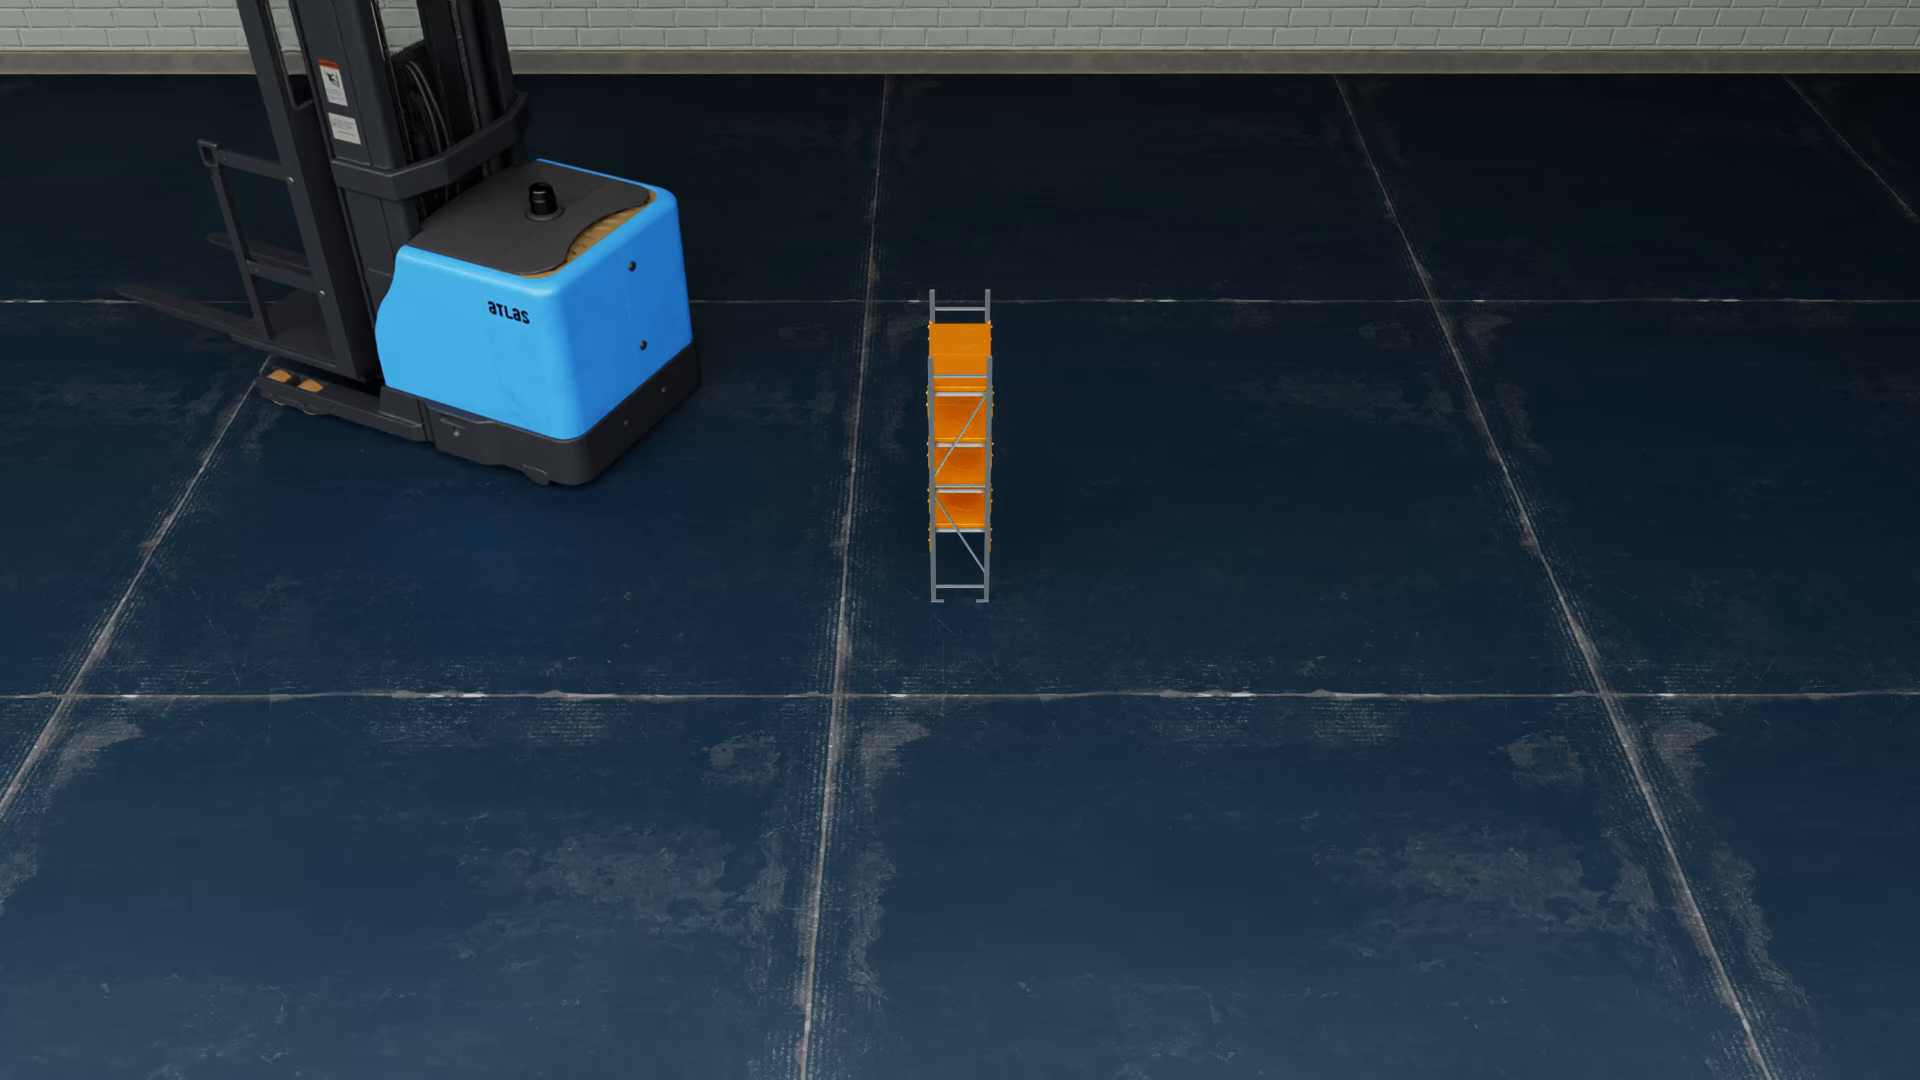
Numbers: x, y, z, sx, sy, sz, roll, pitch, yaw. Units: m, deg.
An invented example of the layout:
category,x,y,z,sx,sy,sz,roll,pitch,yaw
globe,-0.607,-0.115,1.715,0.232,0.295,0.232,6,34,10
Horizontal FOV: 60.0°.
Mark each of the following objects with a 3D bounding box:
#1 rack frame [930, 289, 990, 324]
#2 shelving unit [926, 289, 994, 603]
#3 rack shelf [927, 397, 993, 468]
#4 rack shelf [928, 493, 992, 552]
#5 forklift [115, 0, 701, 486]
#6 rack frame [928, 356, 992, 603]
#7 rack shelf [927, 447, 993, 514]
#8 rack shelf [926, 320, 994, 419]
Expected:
category,x,y,z,sx,sy,sz,roll,pitch,yaw
rack frame,0.000,-0.517,6.936,0.240,1.200,0.015,0,39,0
shelving unit,0.000,-0.365,6.746,0.258,1.200,0.503,0,39,0
rack shelf,0.000,-0.487,6.648,0.258,0.148,0.480,0,39,0
rack shelf,0.000,-0.157,6.912,0.258,0.148,0.480,0,39,0
forklift,-2.817,-2.022,7.429,3.031,2.935,1.130,17,42,20
rack frame,0.000,-0.212,6.555,0.240,1.200,0.015,0,39,0
rack shelf,0.000,-0.312,6.788,0.258,0.148,0.480,0,39,0
rack shelf,0.000,-0.671,6.500,0.258,0.148,0.480,0,39,0
